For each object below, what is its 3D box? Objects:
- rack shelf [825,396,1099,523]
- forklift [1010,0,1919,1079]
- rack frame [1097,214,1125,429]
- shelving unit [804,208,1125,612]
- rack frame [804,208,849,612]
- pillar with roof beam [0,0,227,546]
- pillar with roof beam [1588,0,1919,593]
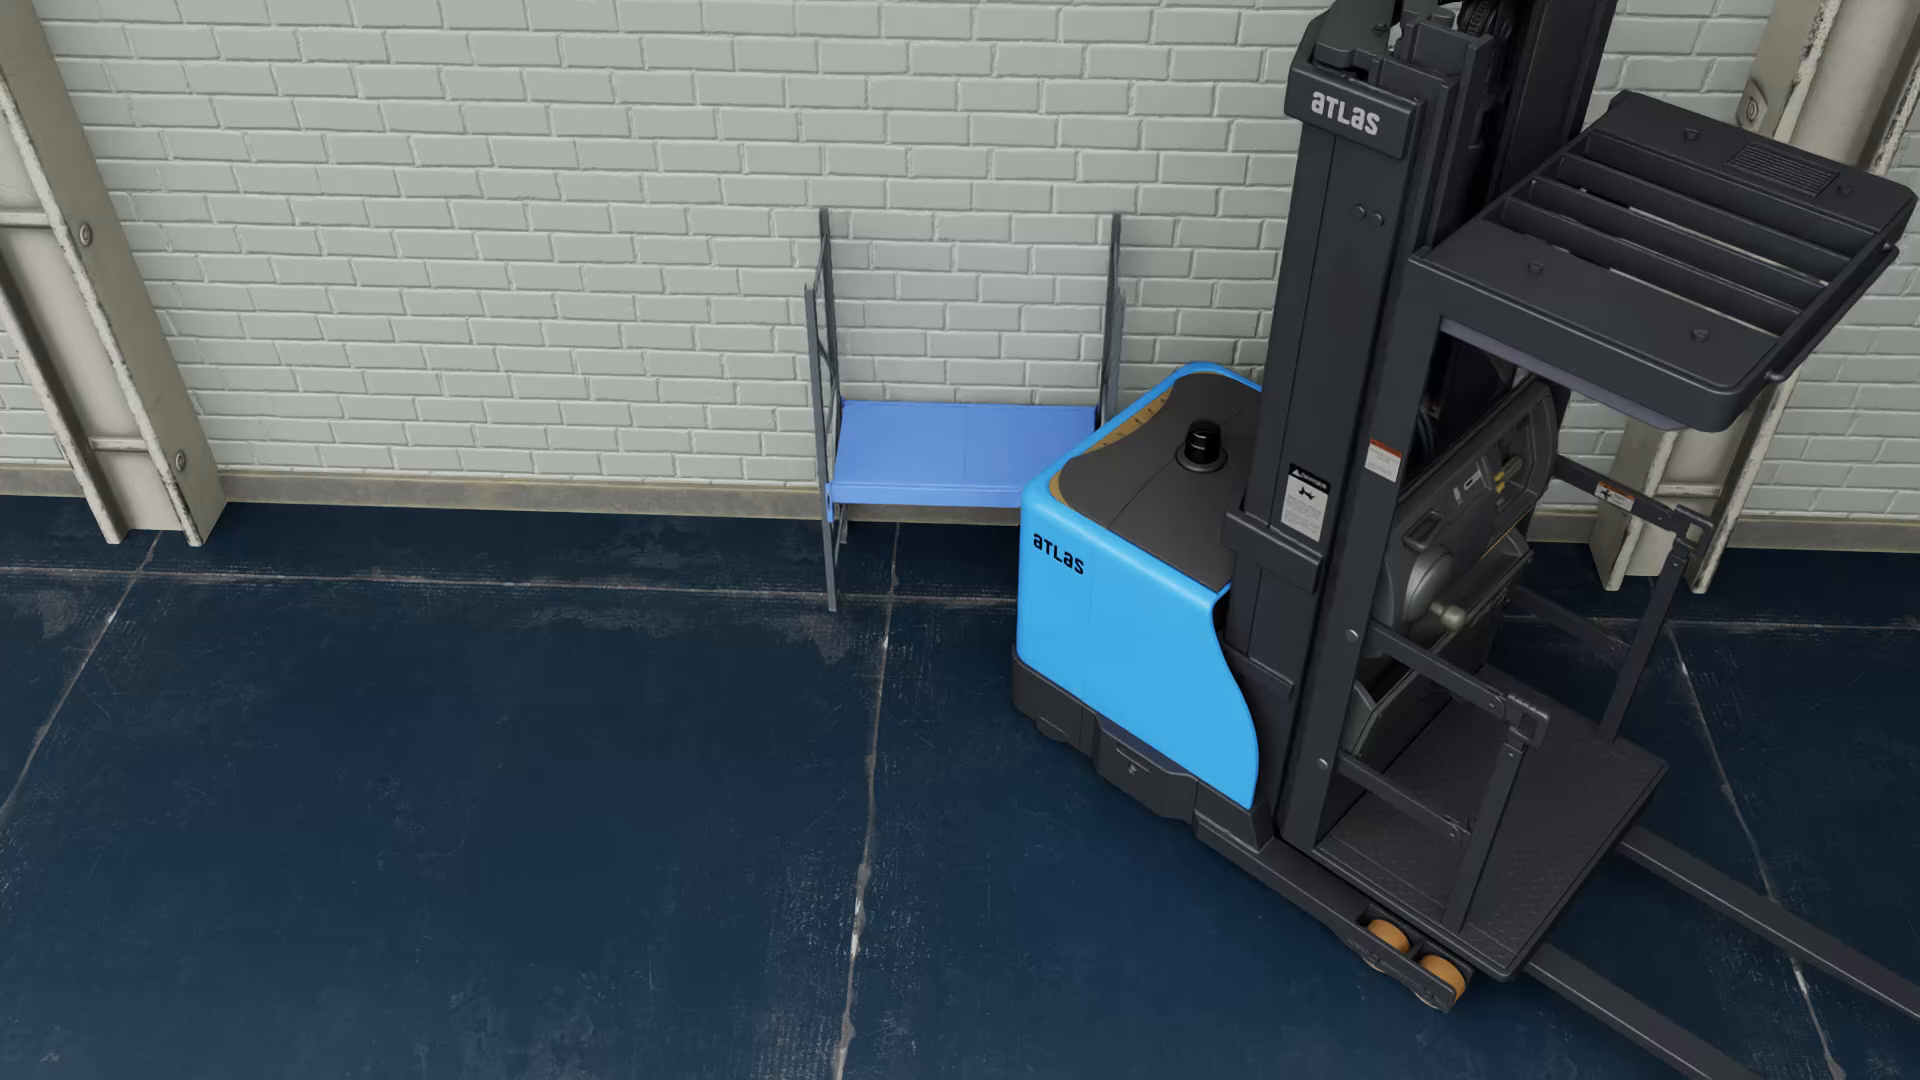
[{"bbox_3d":[0.025,-0.293,6.226,1.000,0.185,0.538,2,43,2],"label":"rack shelf"},{"bbox_3d":[1.611,-0.023,4.624,3.031,2.935,1.130,32,52,30],"label":"forklift"},{"bbox_3d":[0.532,-0.409,6.087,0.032,1.500,0.500,2,43,2],"label":"rack frame"},{"bbox_3d":[0.025,-0.424,6.103,1.048,1.500,0.538,2,43,2],"label":"shelving unit"},{"bbox_3d":[-0.483,-0.439,6.120,0.032,1.500,0.500,2,43,2],"label":"rack frame"},{"bbox_3d":[-3.448,-0.447,0.628,0.400,9.000,9.100,2,43,2],"label":"pillar with roof beam"},{"bbox_3d":[2.546,-0.263,0.430,0.400,9.000,9.100,2,43,2],"label":"pillar with roof beam"}]
